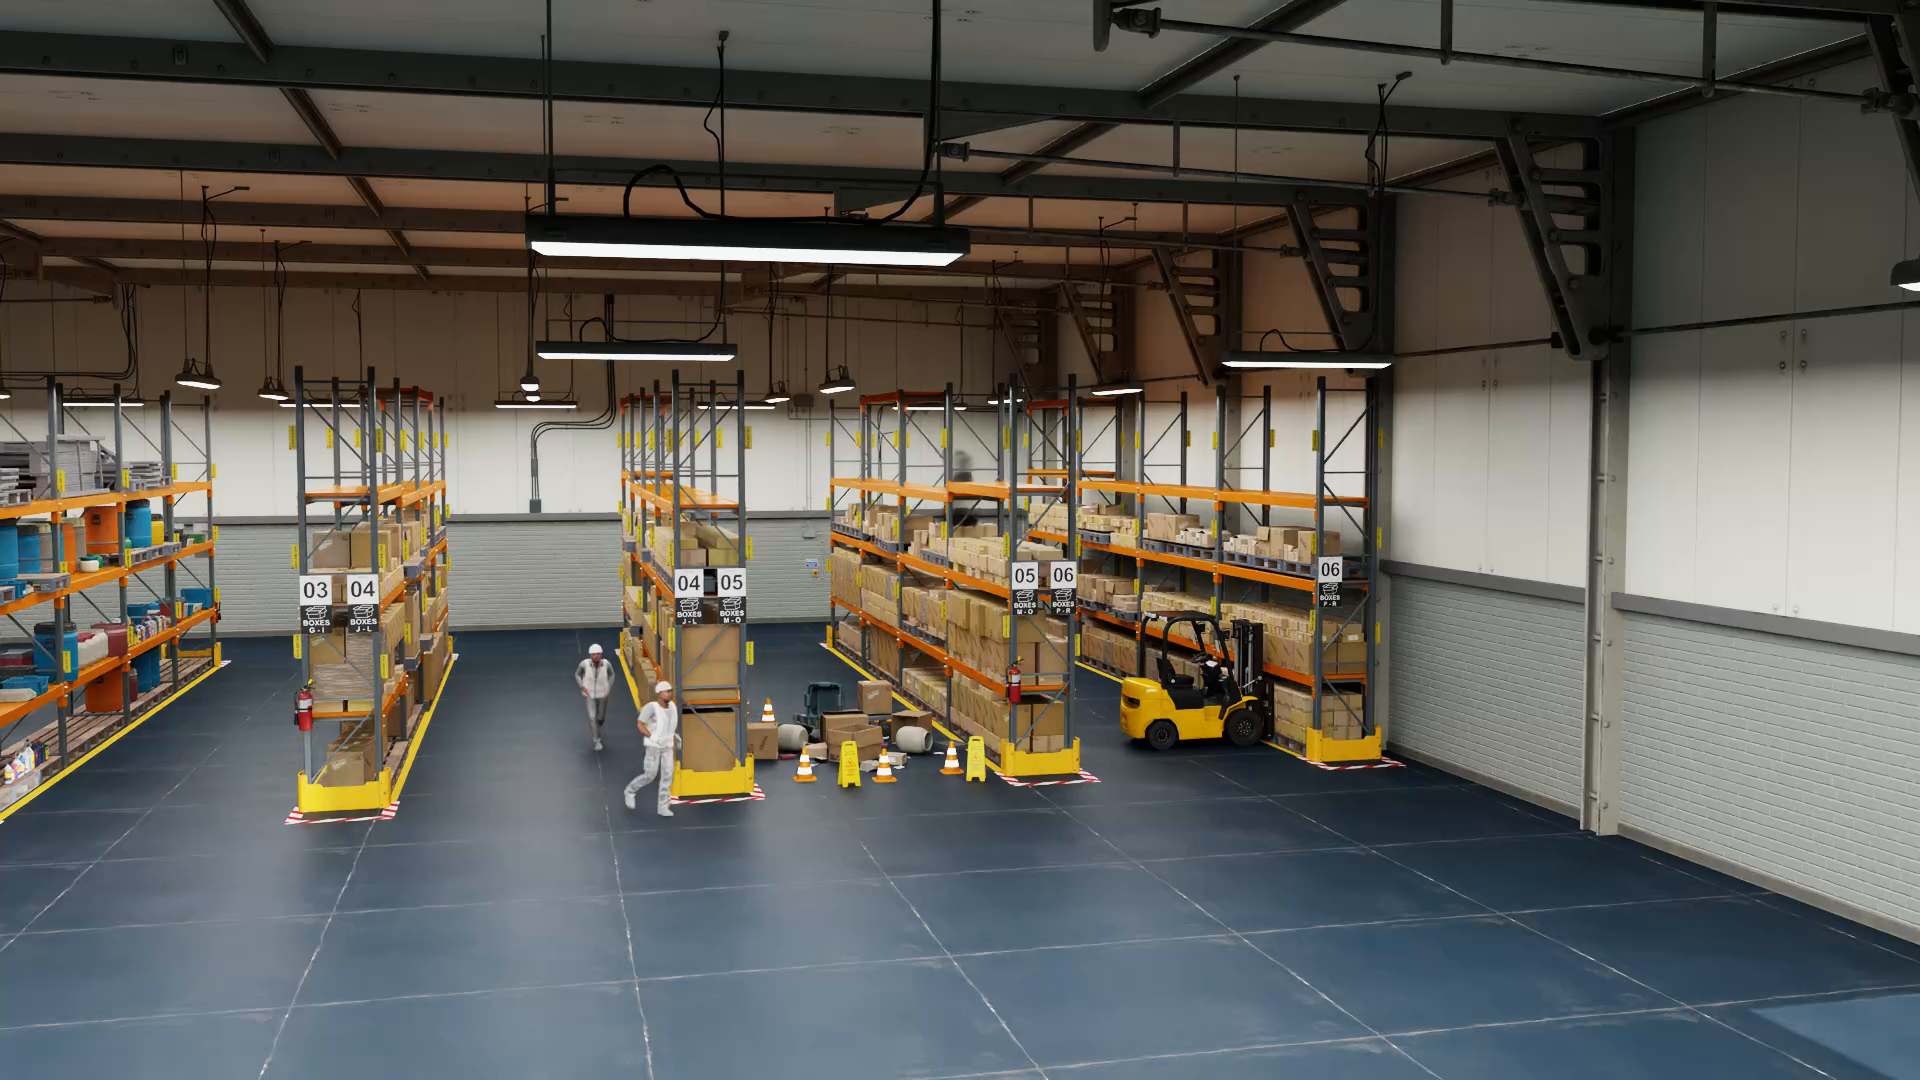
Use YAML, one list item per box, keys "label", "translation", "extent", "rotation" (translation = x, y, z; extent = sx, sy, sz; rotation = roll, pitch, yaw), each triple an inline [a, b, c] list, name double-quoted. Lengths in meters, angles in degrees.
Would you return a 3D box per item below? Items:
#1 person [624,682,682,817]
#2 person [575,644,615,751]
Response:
- label: "person"
  translation: [-4.041, 2.781, 22.412]
  extent: [0.863, 1.753, 0.741]
  rotation: [3, 4, 38]
- label: "person"
  translation: [-5.973, 2.531, 27.234]
  extent: [0.647, 1.727, 0.909]
  rotation: [-1, 3, -12]
